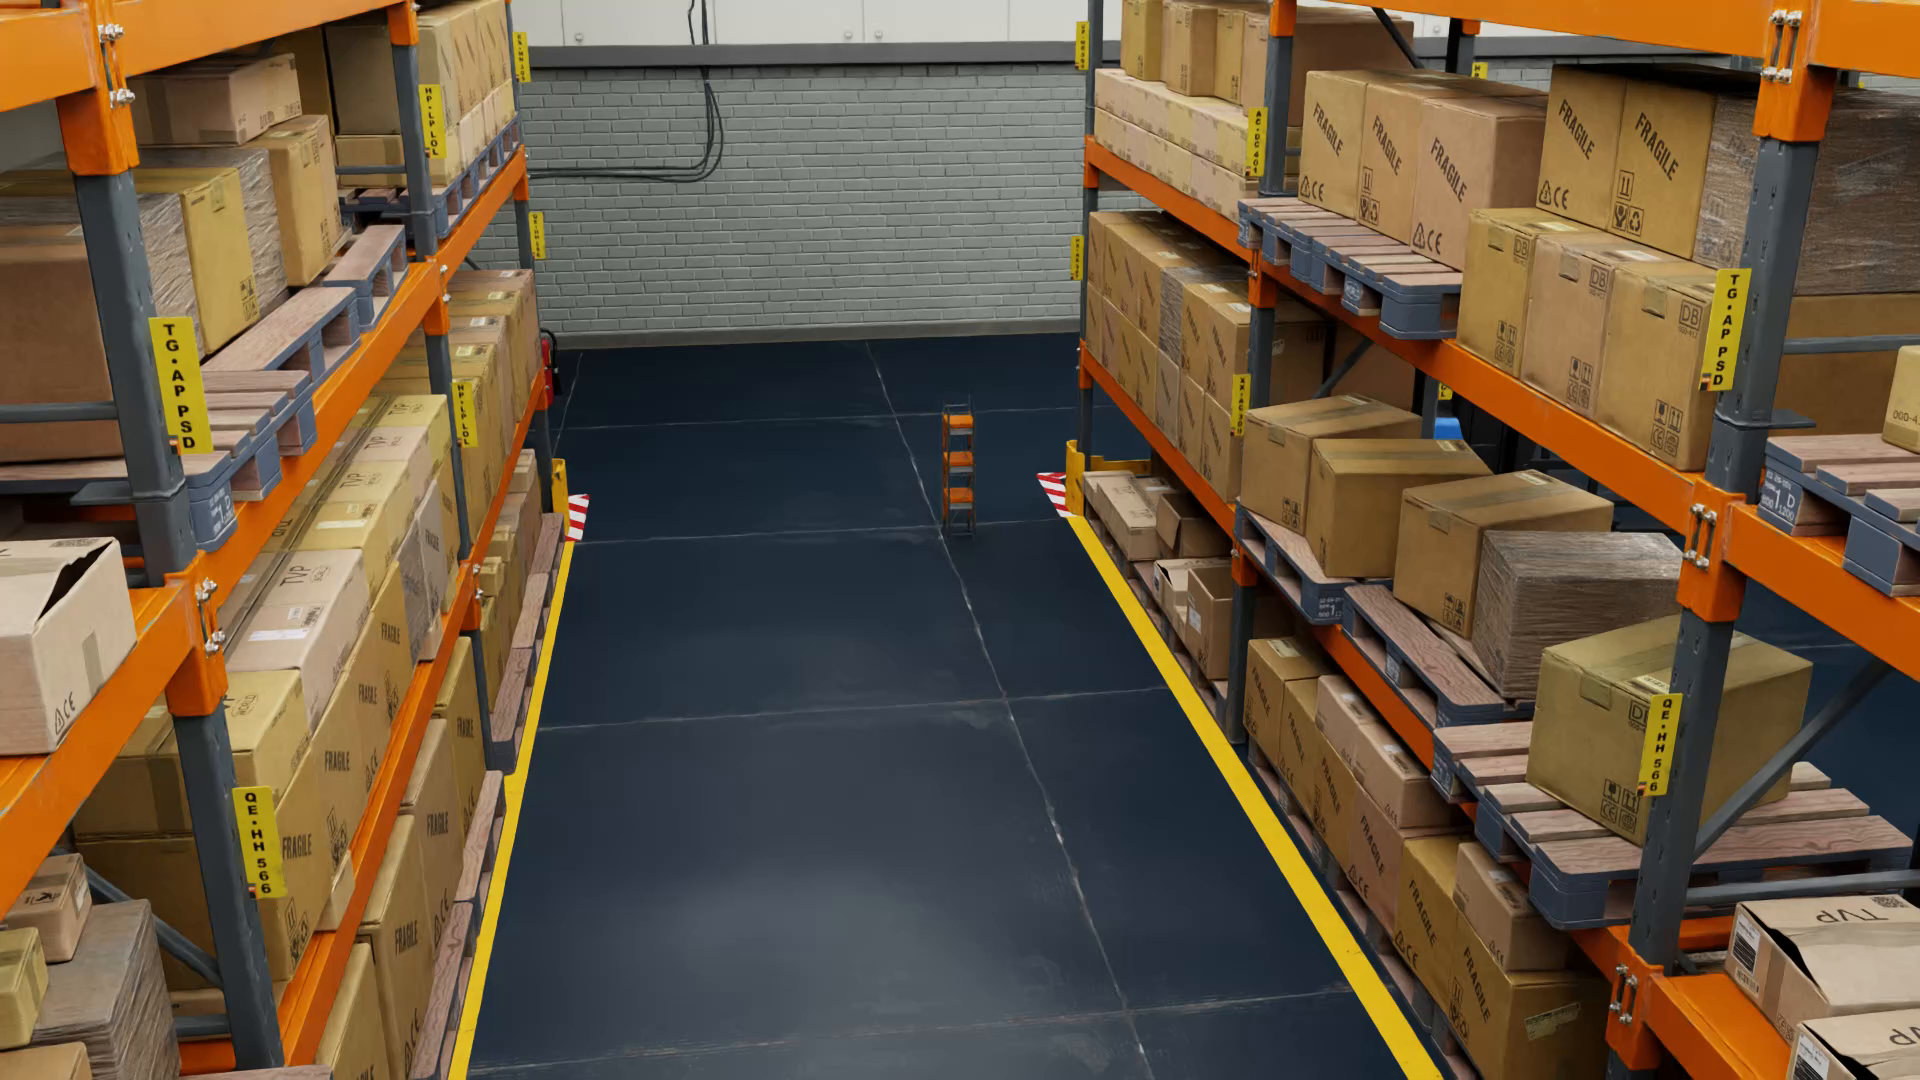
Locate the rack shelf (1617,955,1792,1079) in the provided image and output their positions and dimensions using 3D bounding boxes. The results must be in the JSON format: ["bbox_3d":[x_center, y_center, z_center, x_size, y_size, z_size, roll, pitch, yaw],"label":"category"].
[{"bbox_3d":[2.845,2.097,3.342,1.077,0.370,4.000,-3,21,-8],"label":"rack shelf"}]

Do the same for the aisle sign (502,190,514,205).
[{"bbox_3d":[-3.211,-2.709,11.466,0.394,0.787,0.004,-3,21,-8],"label":"aisle sign"}]

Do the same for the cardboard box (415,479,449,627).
[{"bbox_3d":[-2.522,0.062,7.167,0.500,0.500,0.500,-3,21,-7],"label":"cardboard box"}]

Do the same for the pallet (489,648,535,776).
[{"bbox_3d":[-2.954,0.973,9.309,1.003,0.211,1.213,-3,21,-8],"label":"pallet"}]

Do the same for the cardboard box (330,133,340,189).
[{"bbox_3d":[-3.252,-1.870,8.119,0.500,0.250,0.500,-3,21,-7],"label":"cardboard box"}]

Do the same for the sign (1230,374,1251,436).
[{"bbox_3d":[1.444,-0.693,8.546,0.100,0.325,0.005,-3,21,-8],"label":"sign"}]

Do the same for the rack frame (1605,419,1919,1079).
[{"bbox_3d":[2.557,1.068,5.070,1.000,3.000,0.127,-3,21,-8],"label":"rack frame"}]

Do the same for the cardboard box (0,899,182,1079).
[{"bbox_3d":[-2.267,1.228,3.869,0.700,0.500,0.500,-5,21,-14],"label":"cardboard box"}]

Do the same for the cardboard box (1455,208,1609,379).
[{"bbox_3d":[2.312,-0.890,5.882,0.910,0.500,0.500,-3,21,-8],"label":"cardboard box"}]

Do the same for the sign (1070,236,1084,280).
[{"bbox_3d":[0.866,-2.080,12.261,0.100,0.325,0.005,-3,21,-8],"label":"sign"}]

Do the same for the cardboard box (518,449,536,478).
[{"bbox_3d":[-3.099,-0.508,11.334,0.380,0.149,0.250,-3,21,-8],"label":"cardboard box"}]

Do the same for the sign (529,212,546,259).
[{"bbox_3d":[-2.959,-2.127,11.630,0.100,0.325,0.005,-3,21,-8],"label":"sign"}]

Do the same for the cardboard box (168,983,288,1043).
[{"bbox_3d":[-2.163,1.302,4.775,0.380,0.149,0.250,-3,21,-9],"label":"cardboard box"}]

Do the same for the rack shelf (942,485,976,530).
[{"bbox_3d":[-0.008,-0.240,12.183,0.215,0.259,0.240,-3,21,-8],"label":"rack shelf"}]

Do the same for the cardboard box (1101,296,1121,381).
[{"bbox_3d":[1.286,-1.404,11.544,0.500,0.500,0.500,-3,21,-8],"label":"cardboard box"}]

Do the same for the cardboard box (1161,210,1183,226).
[{"bbox_3d":[1.740,-2.077,11.918,0.500,0.500,0.500,-3,21,-8],"label":"cardboard box"}]

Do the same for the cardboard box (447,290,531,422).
[{"bbox_3d":[-3.299,-1.164,10.617,0.980,0.700,0.700,-3,21,-8],"label":"cardboard box"}]

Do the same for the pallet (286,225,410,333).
[{"bbox_3d":[-2.740,-1.067,6.771,0.805,0.209,1.217,-4,21,-10],"label":"pallet"}]

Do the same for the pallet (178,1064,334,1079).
[{"bbox_3d":[-2.137,1.650,3.785,1.213,0.211,1.003,-3,21,-8],"label":"pallet"}]

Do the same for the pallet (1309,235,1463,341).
[{"bbox_3d":[2.157,-1.046,6.711,1.213,0.211,1.003,-3,21,-8],"label":"pallet"}]

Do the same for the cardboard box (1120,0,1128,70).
[{"bbox_3d":[1.494,-3.445,11.295,0.700,0.500,0.500,-3,21,-8],"label":"cardboard box"}]

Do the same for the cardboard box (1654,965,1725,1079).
[{"bbox_3d":[2.774,1.861,5.891,0.500,0.500,0.500,-2,21,-5],"label":"cardboard box"}]

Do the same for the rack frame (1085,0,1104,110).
[{"bbox_3d":[1.403,-4.512,11.436,1.000,3.000,0.127,-3,21,-8],"label":"rack frame"}]

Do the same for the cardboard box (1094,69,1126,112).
[{"bbox_3d":[1.220,-3.080,11.389,0.500,0.250,0.500,-3,21,-8],"label":"cardboard box"}]

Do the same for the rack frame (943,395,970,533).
[{"bbox_3d":[-0.025,-0.553,12.195,0.200,1.050,0.008,-3,21,-8],"label":"rack frame"}]

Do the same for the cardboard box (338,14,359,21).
[{"bbox_3d":[-3.328,-2.405,8.480,0.500,0.500,0.500,-4,21,-10],"label":"cardboard box"}]

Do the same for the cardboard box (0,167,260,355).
[{"bbox_3d":[-2.667,-0.877,5.219,0.700,0.500,0.500,-2,21,-5],"label":"cardboard box"}]

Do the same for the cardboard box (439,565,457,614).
[{"bbox_3d":[-2.533,0.231,7.640,0.380,0.149,0.250,-3,21,-7],"label":"cardboard box"}]

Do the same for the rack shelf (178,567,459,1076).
[{"bbox_3d":[-2.633,0.872,6.343,0.919,0.124,3.809,-3,21,-8],"label":"rack shelf"}]

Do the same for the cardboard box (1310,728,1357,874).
[{"bbox_3d":[1.961,1.185,7.700,0.500,0.500,0.500,-3,21,-7],"label":"cardboard box"}]

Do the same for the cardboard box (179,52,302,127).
[{"bbox_3d":[-2.924,-1.764,6.522,0.500,0.250,0.500,-1,21,-4],"label":"cardboard box"}]

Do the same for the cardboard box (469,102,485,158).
[{"bbox_3d":[-2.901,-2.251,9.141,0.500,0.250,0.500,-3,21,-9],"label":"cardboard box"}]

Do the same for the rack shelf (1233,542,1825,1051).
[{"bbox_3d":[2.268,0.712,7.050,1.077,0.370,4.000,-3,21,-8],"label":"rack shelf"}]

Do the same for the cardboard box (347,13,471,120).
[{"bbox_3d":[-2.827,-2.434,8.559,0.500,0.500,0.500,-3,21,-9],"label":"cardboard box"}]

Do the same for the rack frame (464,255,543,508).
[{"bbox_3d":[-3.495,-1.451,11.814,0.949,2.616,0.053,-3,21,-8],"label":"rack frame"}]

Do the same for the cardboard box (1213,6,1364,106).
[{"bbox_3d":[1.862,-2.757,9.452,0.700,0.500,0.500,-3,21,-8],"label":"cardboard box"}]

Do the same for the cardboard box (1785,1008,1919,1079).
[{"bbox_3d":[2.494,1.429,4.230,0.500,0.311,0.500,-3,21,-8],"label":"cardboard box"}]

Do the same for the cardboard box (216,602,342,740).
[{"bbox_3d":[-2.233,0.416,5.147,0.500,0.250,0.500,-3,21,-9],"label":"cardboard box"}]

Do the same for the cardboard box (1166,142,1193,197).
[{"bbox_3d":[1.505,-2.153,9.622,0.500,0.250,0.500,-3,21,-8],"label":"cardboard box"}]

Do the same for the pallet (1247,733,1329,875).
[{"bbox_3d":[2.135,1.269,8.517,1.003,0.211,1.213,-3,21,-8],"label":"pallet"}]

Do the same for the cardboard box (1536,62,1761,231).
[{"bbox_3d":[2.353,-1.357,5.704,0.500,0.500,0.500,-3,21,-8],"label":"cardboard box"}]

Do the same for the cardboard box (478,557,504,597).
[{"bbox_3d":[-2.797,0.213,9.405,0.380,0.149,0.250,-2,21,-6],"label":"cardboard box"}]

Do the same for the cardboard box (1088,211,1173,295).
[{"bbox_3d":[1.206,-2.050,11.847,0.500,0.500,0.500,-2,21,-6],"label":"cardboard box"}]

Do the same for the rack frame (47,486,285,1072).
[{"bbox_3d":[-2.345,1.319,4.398,1.000,3.000,0.127,-3,21,-8],"label":"rack frame"}]

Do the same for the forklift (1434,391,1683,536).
[{"bbox_3d":[4.122,-1.362,11.675,3.031,2.935,1.130,0,20,0],"label":"forklift"}]

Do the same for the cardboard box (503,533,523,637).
[{"bbox_3d":[-3.069,0.292,10.119,0.700,0.500,0.500,-2,21,-6],"label":"cardboard box"}]

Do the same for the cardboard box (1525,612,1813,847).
[{"bbox_3d":[2.354,0.612,5.548,0.700,0.500,0.500,-10,23,-26],"label":"cardboard box"}]

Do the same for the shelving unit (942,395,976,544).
[{"bbox_3d":[-0.008,-0.510,12.082,0.215,1.050,0.252,-3,21,-8],"label":"shelving unit"}]

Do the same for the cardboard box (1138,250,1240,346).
[{"bbox_3d":[1.431,-1.520,10.428,0.500,0.500,0.500,-3,21,-8],"label":"cardboard box"}]

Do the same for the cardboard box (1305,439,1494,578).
[{"bbox_3d":[1.989,-0.151,7.589,0.700,0.500,0.500,0,20,1],"label":"cardboard box"}]

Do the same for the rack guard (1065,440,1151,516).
[{"bbox_3d":[1.414,-0.505,12.853,1.175,0.500,0.348,-3,21,-8],"label":"rack guard"}]

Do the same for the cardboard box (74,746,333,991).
[{"bbox_3d":[-2.162,0.942,4.810,0.500,0.500,0.500,-2,21,-6],"label":"cardboard box"}]

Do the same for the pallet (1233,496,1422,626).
[{"bbox_3d":[1.987,0.055,8.056,1.003,0.211,1.213,-3,21,-8],"label":"pallet"}]

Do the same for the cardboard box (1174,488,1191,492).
[{"bbox_3d":[1.695,-0.260,12.047,0.380,0.166,0.250,-3,21,-8],"label":"cardboard box"}]

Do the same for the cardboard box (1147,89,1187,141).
[{"bbox_3d":[1.431,-2.561,9.998,0.500,0.250,0.500,-3,21,-8],"label":"cardboard box"}]

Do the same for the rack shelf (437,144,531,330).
[{"bbox_3d":[-3.210,-1.827,9.561,1.077,0.370,4.000,-3,21,-8],"label":"rack shelf"}]

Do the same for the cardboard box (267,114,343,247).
[{"bbox_3d":[-2.903,-1.414,6.656,0.700,0.500,0.500,-4,21,-11],"label":"cardboard box"}]

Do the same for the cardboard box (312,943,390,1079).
[{"bbox_3d":[-2.321,1.868,5.400,0.750,0.750,0.750,-3,21,-8],"label":"cardboard box"}]

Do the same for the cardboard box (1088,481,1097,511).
[{"bbox_3d":[1.160,-0.332,12.239,0.380,0.166,0.250,-3,21,-8],"label":"cardboard box"}]
